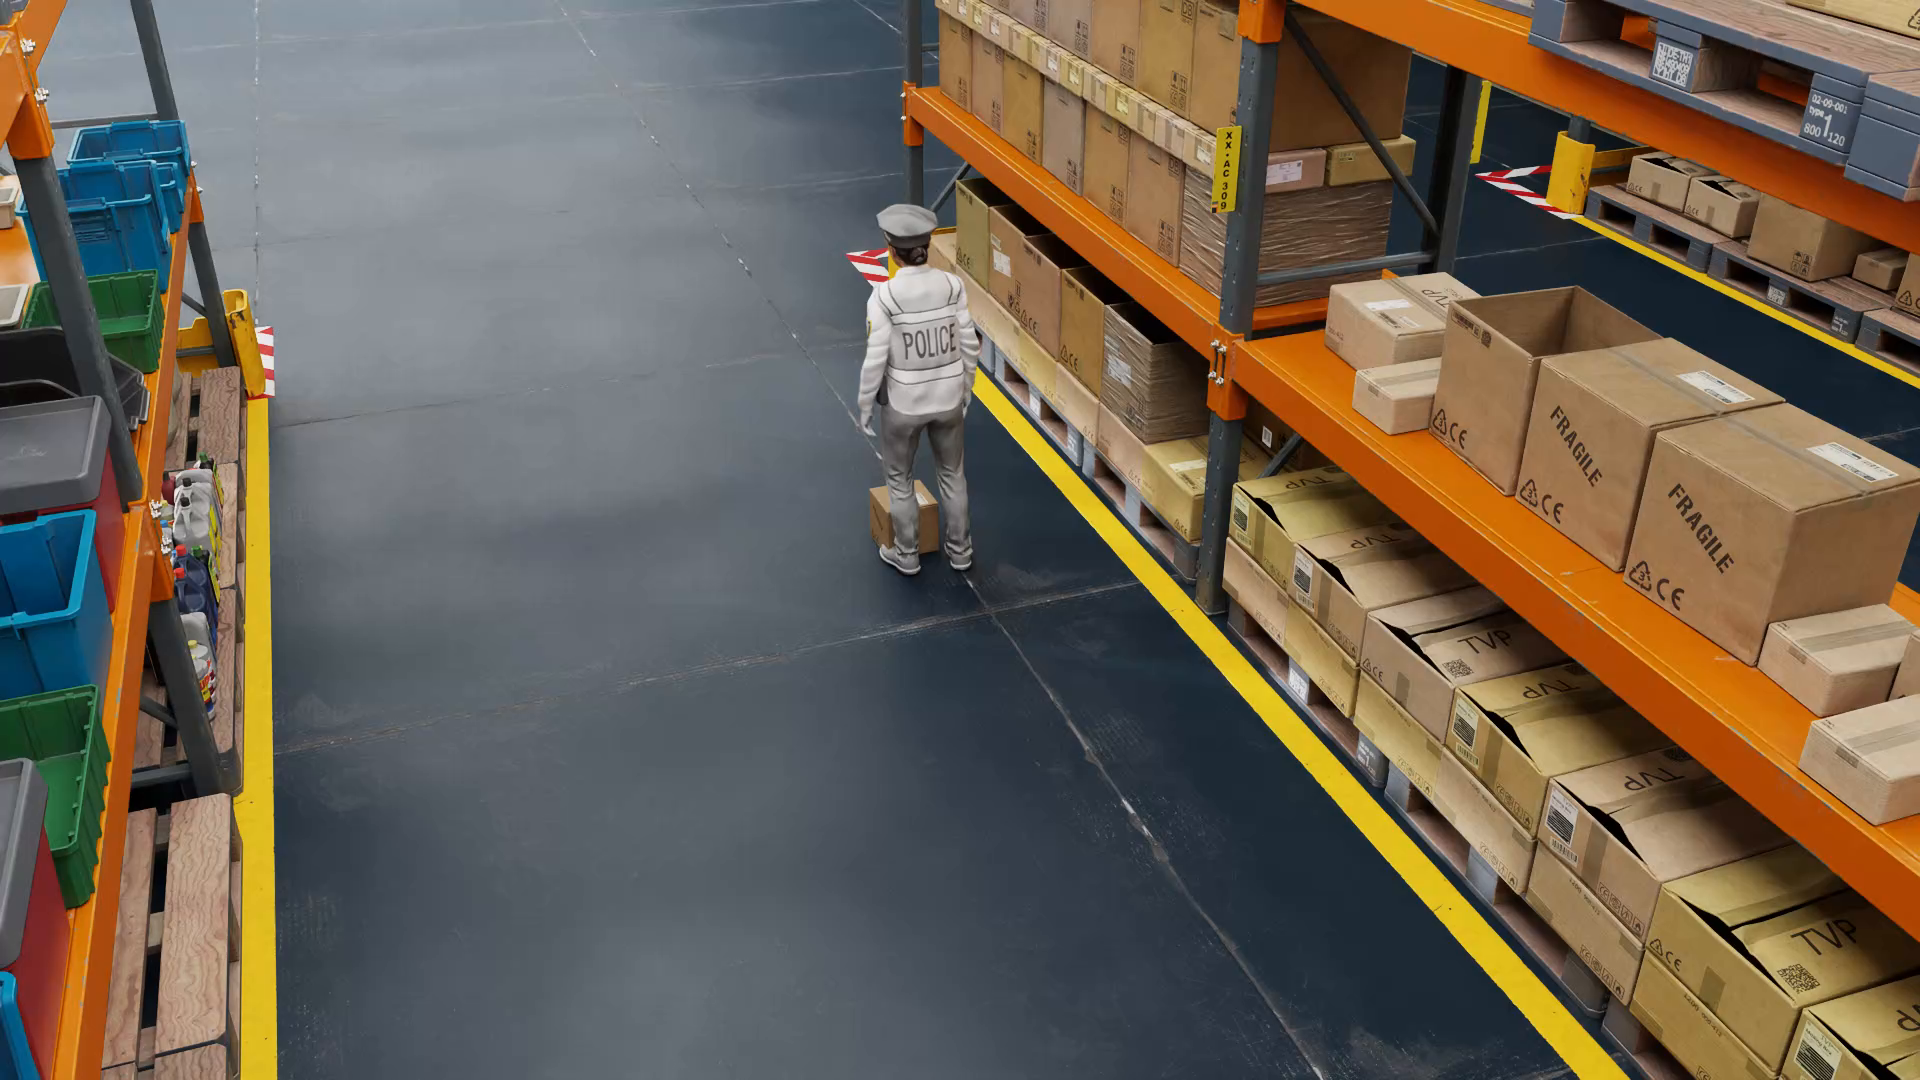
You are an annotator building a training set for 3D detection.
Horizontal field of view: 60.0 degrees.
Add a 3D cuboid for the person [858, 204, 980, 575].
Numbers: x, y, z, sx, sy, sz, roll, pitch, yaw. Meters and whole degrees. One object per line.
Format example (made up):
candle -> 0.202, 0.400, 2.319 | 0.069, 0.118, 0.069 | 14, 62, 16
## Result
person -> -0.183, -0.604, 7.168 | 0.545, 1.666, 0.407 | -12, 32, -20
